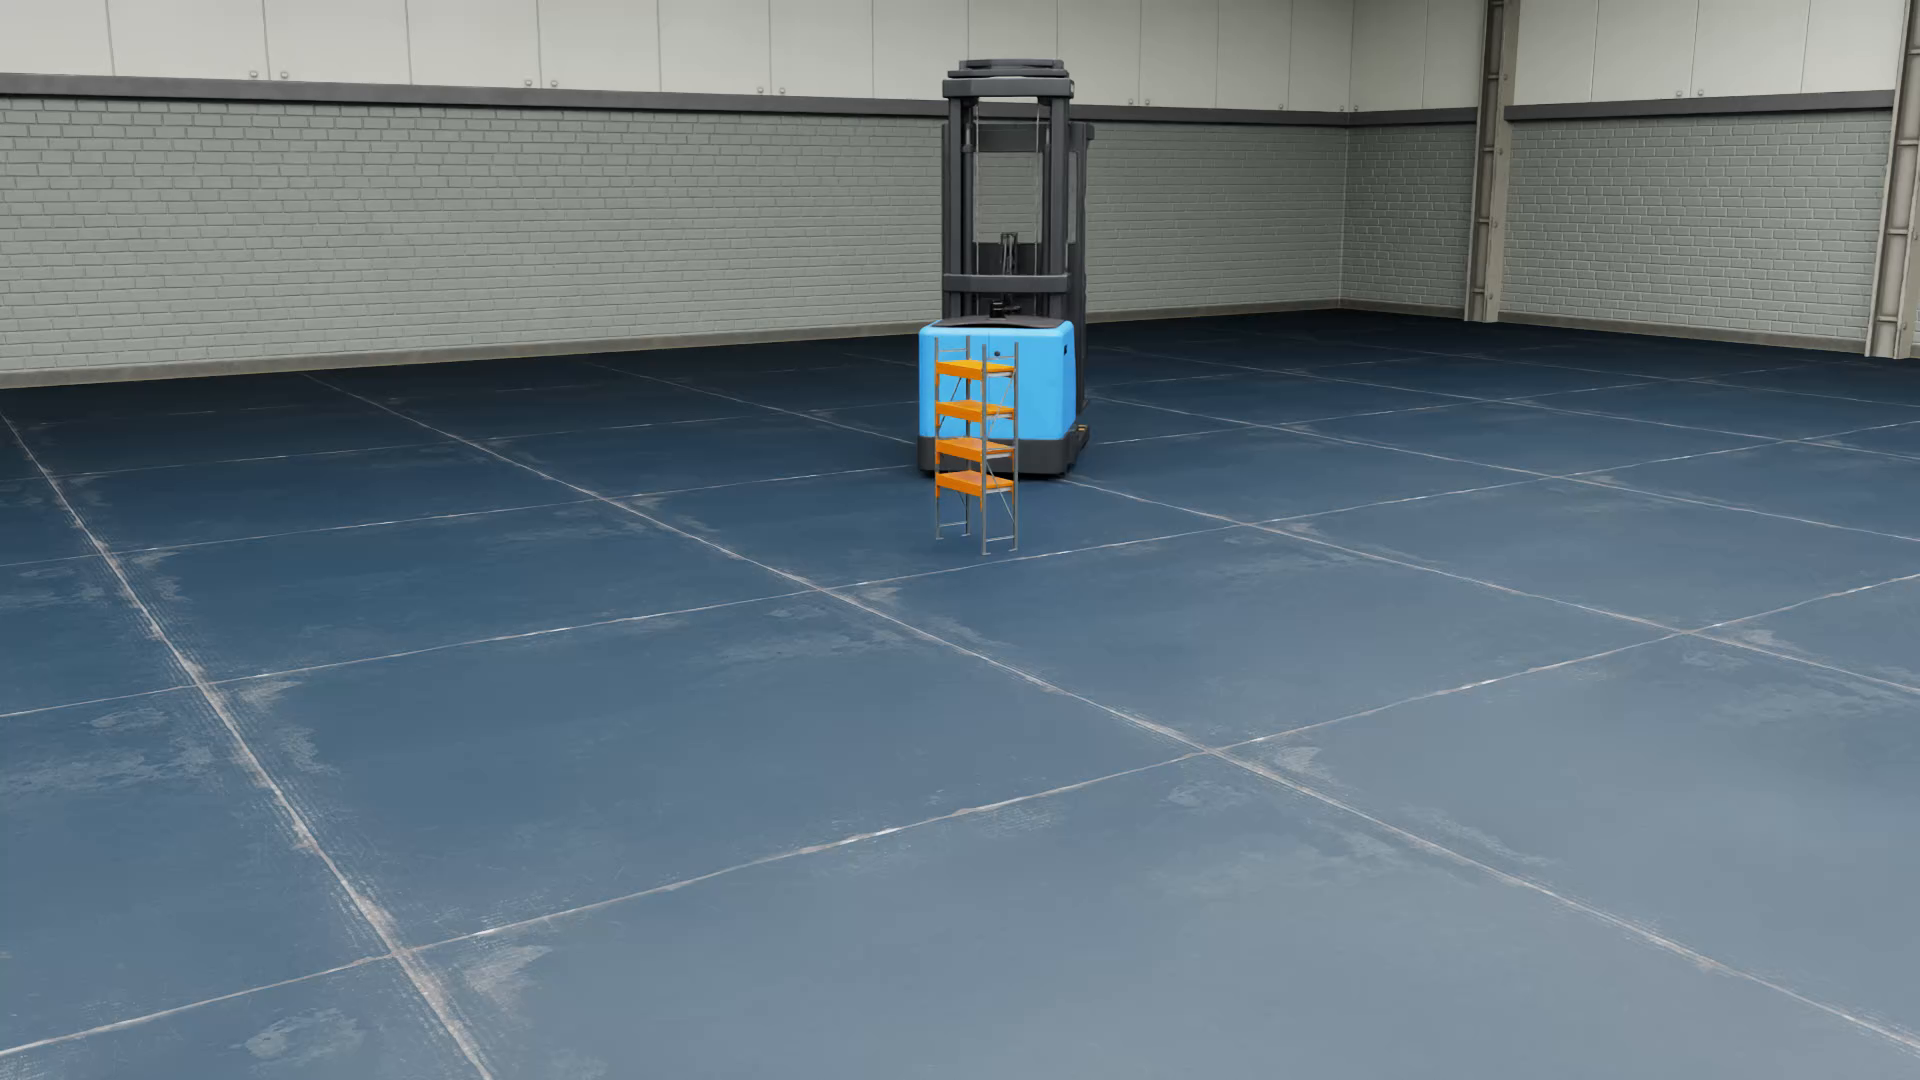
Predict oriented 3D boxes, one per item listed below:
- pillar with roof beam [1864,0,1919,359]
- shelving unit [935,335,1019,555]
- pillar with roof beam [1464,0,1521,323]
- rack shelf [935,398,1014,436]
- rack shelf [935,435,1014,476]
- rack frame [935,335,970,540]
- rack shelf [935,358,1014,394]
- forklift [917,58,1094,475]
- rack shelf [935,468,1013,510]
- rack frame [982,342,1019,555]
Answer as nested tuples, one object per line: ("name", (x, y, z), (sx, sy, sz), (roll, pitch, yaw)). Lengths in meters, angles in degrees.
("pillar with roof beam", (7.500, -6.076, 16.583), (9.100, 9.000, 0.400), (-8, 15, -33))
("shelving unit", (0.092, -0.557, 9.599), (0.258, 1.200, 0.503), (-8, 15, -33))
("pillar with roof beam", (4.176, -7.143, 21.462), (9.100, 9.000, 0.400), (-8, 15, -33))
("rack shelf", (0.092, -0.710, 9.566), (0.258, 0.148, 0.480), (-8, 15, -33))
("rack shelf", (0.092, -0.491, 9.613), (0.258, 0.148, 0.480), (-8, 15, -33))
("rack frame", (-0.043, -0.600, 9.797), (0.240, 1.200, 0.015), (-8, 15, -33))
("rack shelf", (0.092, -0.941, 9.515), (0.258, 0.148, 0.480), (-8, 15, -33))
("forklift", (0.444, -2.159, 12.872), (1.130, 2.935, 3.031), (2, 12, 9))
("rack shelf", (0.092, -0.297, 9.656), (0.258, 0.148, 0.480), (-8, 15, -33))
("rack frame", (0.227, -0.513, 9.401), (0.240, 1.200, 0.015), (-8, 15, -33))
